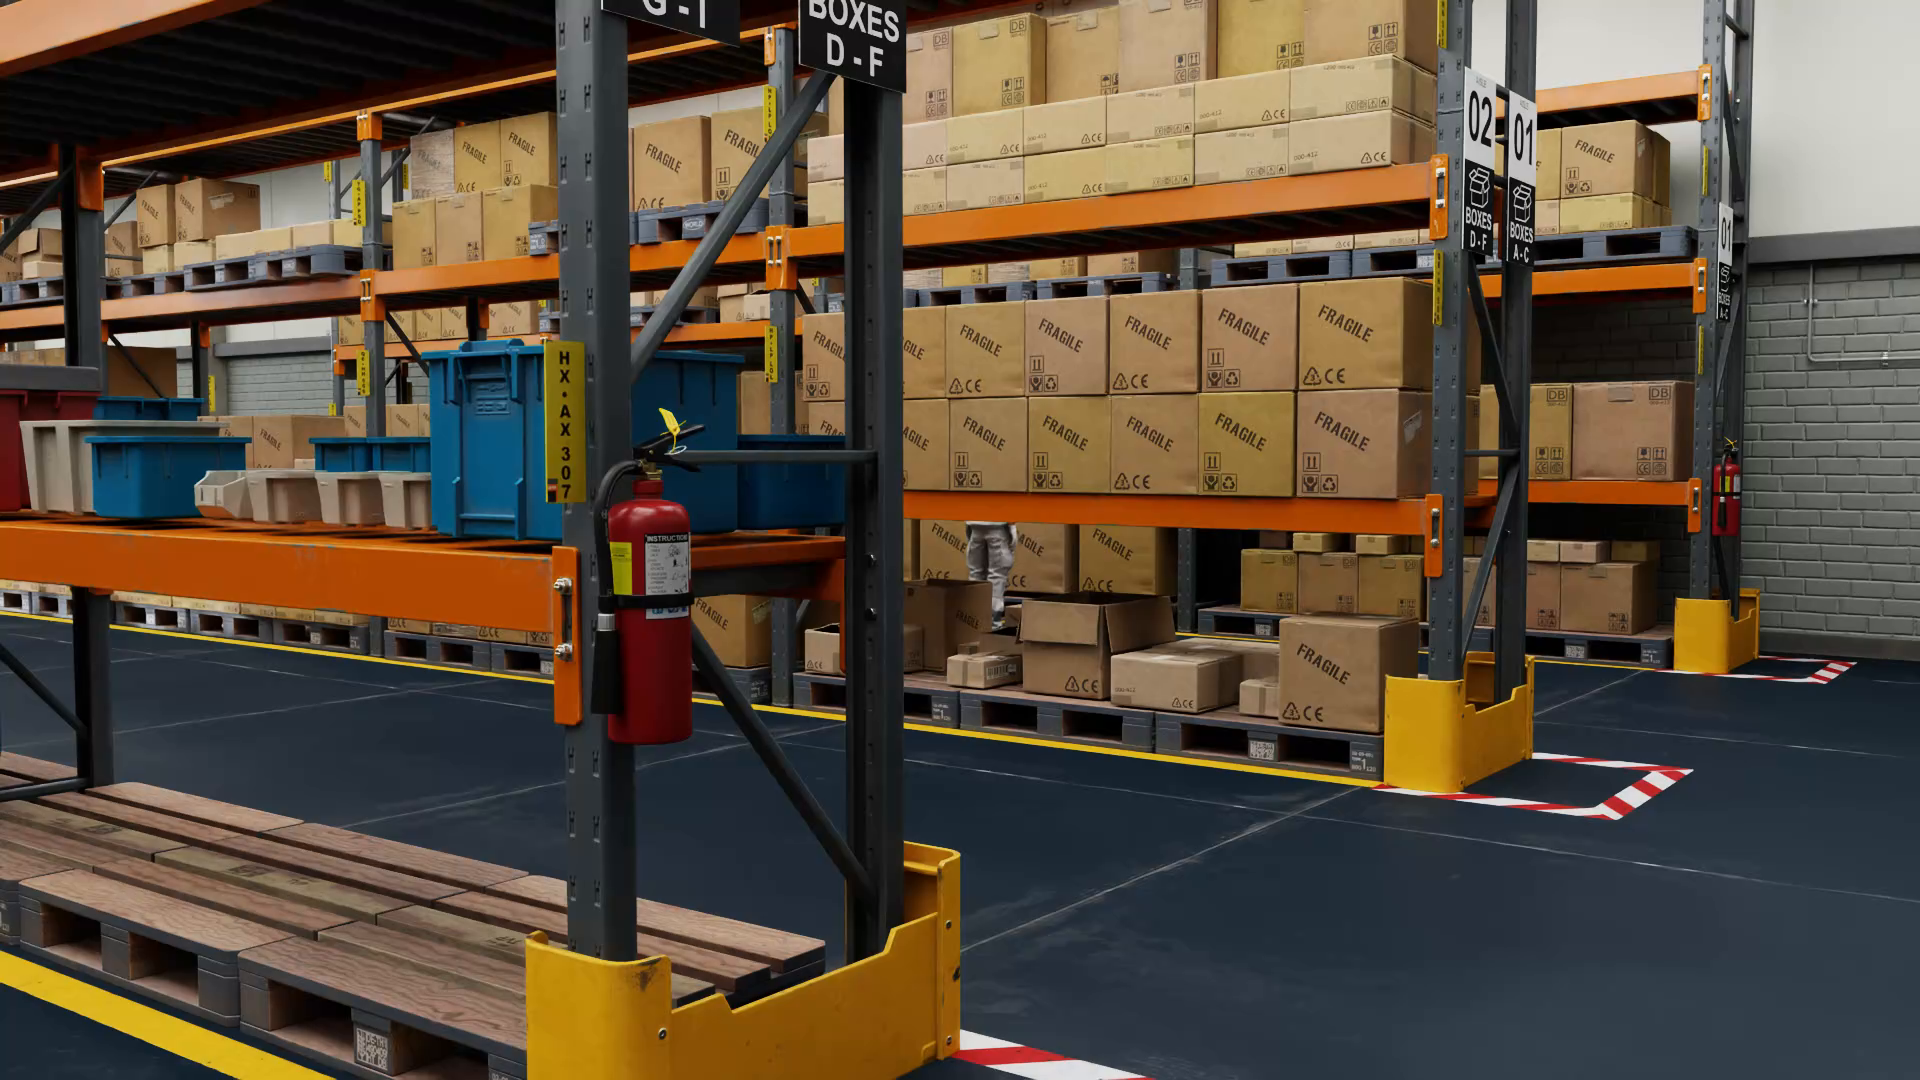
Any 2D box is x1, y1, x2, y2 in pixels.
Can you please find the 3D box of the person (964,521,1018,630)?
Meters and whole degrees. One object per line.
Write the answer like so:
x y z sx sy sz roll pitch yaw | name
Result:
0.234 -0.078 13.121 0.535 1.814 0.371 2 4 37 | person
